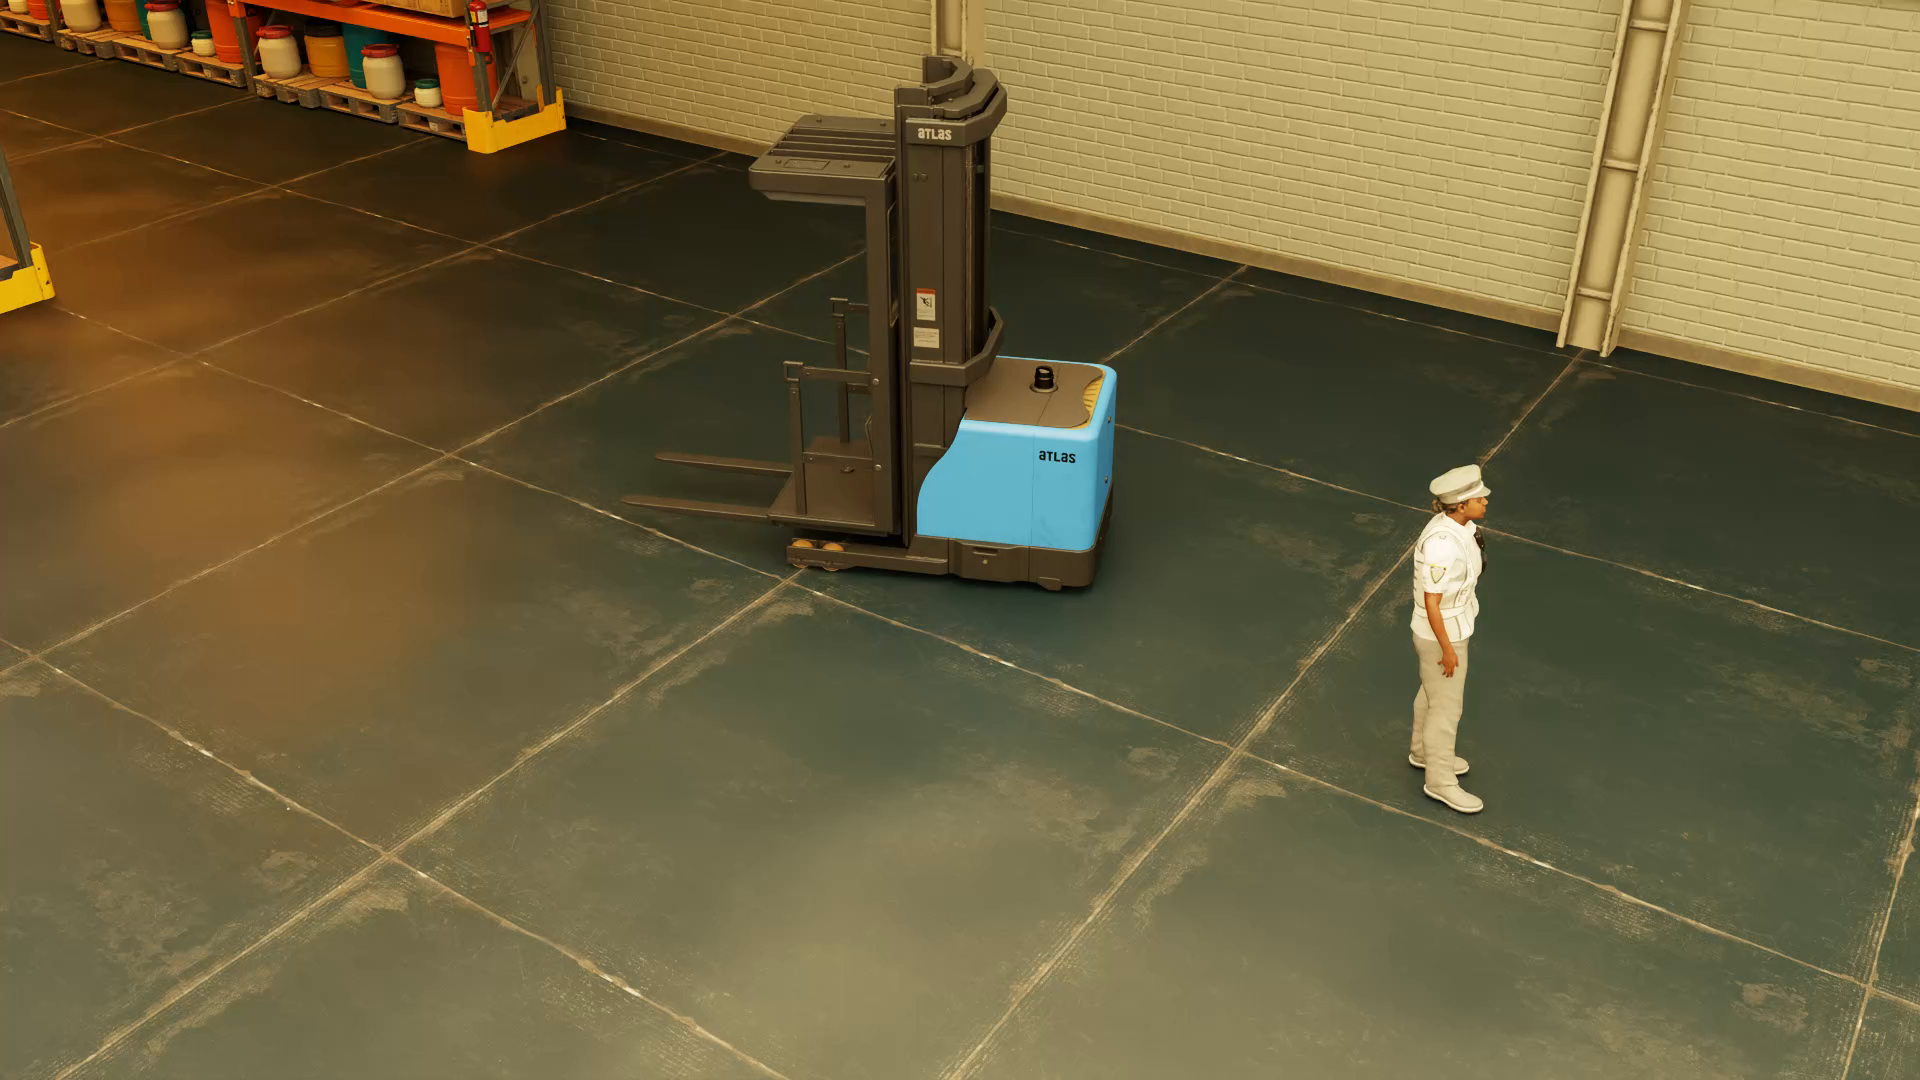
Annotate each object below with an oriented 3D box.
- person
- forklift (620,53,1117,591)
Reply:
[{"bbox_3d":[2.415,0.443,8.035,0.530,1.694,0.569,12,32,20],"label":"person"},{"bbox_3d":[-0.596,-1.330,9.871,3.031,2.935,1.130,6,31,10],"label":"forklift"}]
